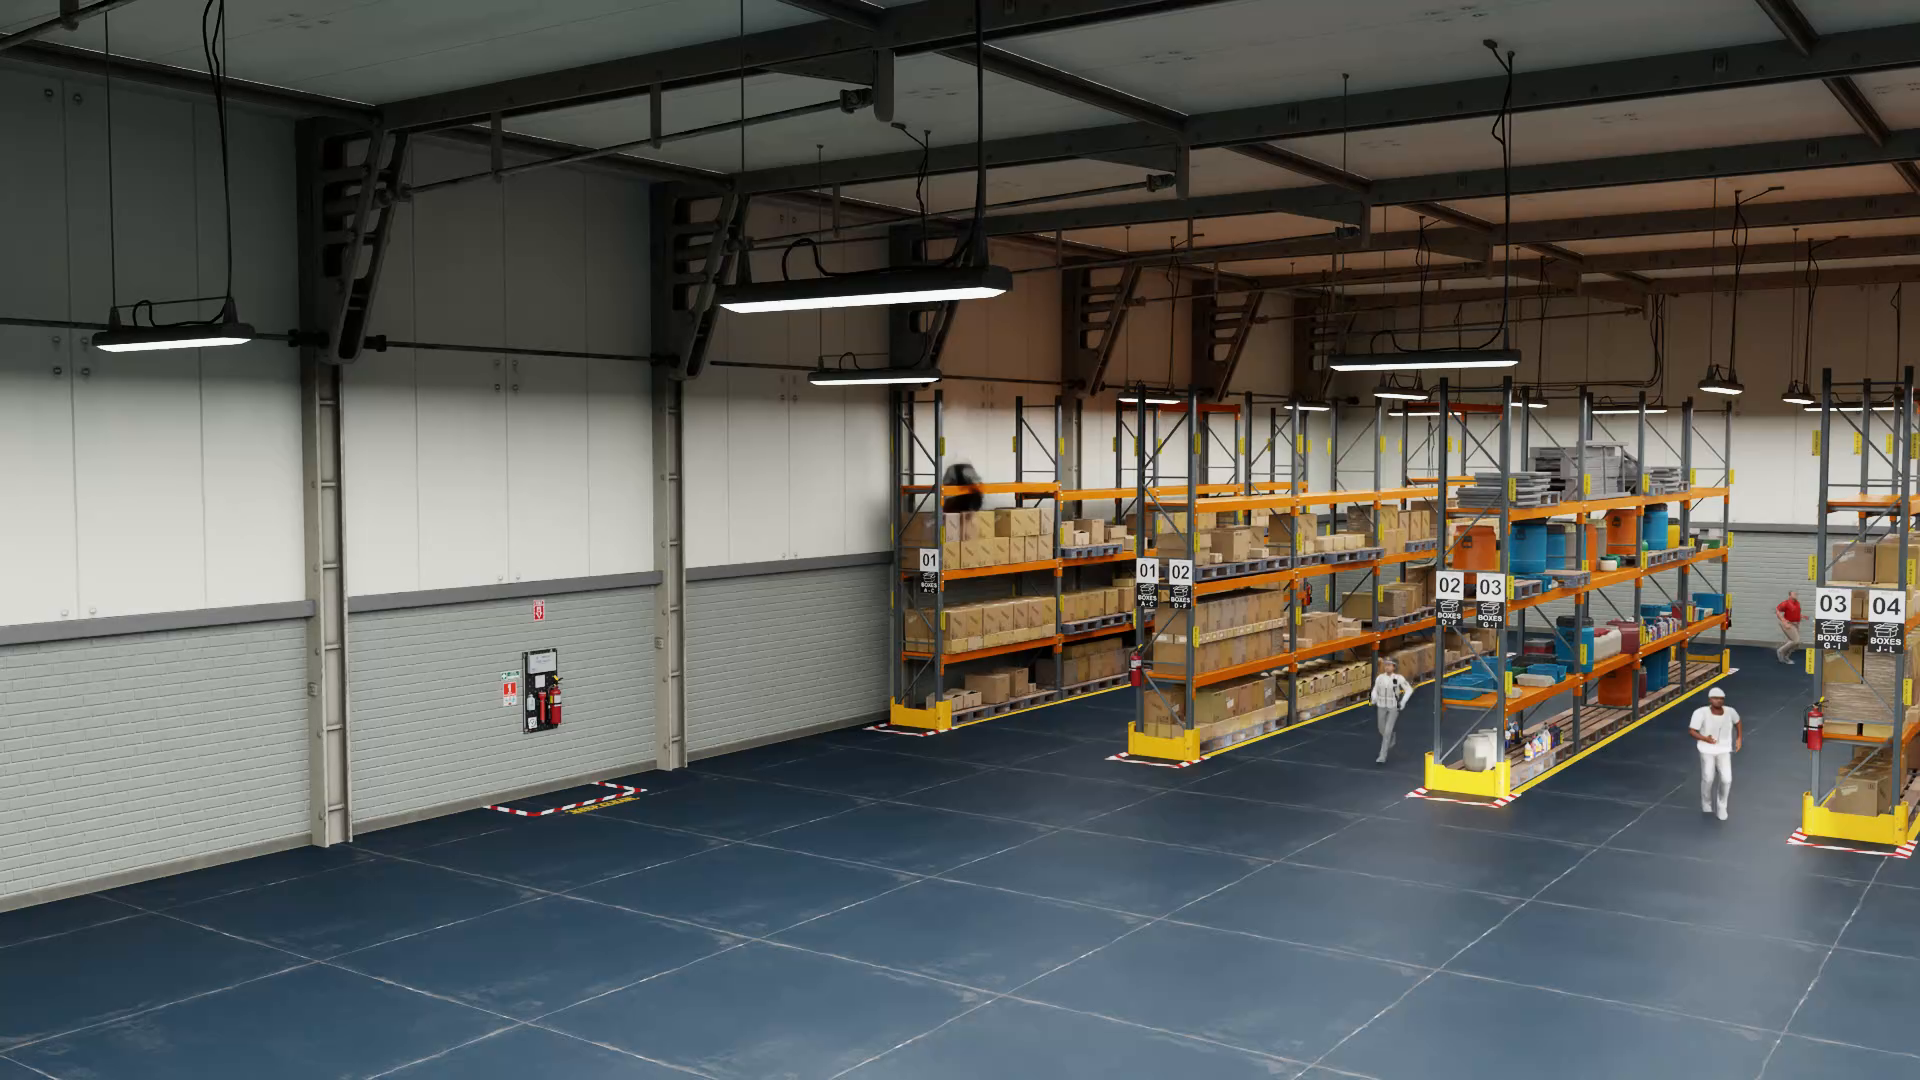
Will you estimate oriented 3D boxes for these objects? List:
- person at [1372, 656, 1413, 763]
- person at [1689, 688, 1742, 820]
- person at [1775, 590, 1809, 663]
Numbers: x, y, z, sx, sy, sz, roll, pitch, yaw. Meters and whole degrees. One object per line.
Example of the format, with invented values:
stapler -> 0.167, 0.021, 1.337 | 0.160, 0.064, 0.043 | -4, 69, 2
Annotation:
person -> 6.860, 2.681, 26.524 | 0.632, 1.661, 0.862 | 2, 4, 35
person -> 10.183, 2.803, 22.367 | 0.715, 1.650, 0.728 | 1, 3, 11
person -> 19.199, 2.001, 38.277 | 0.643, 1.694, 0.602 | -2, 4, -33
